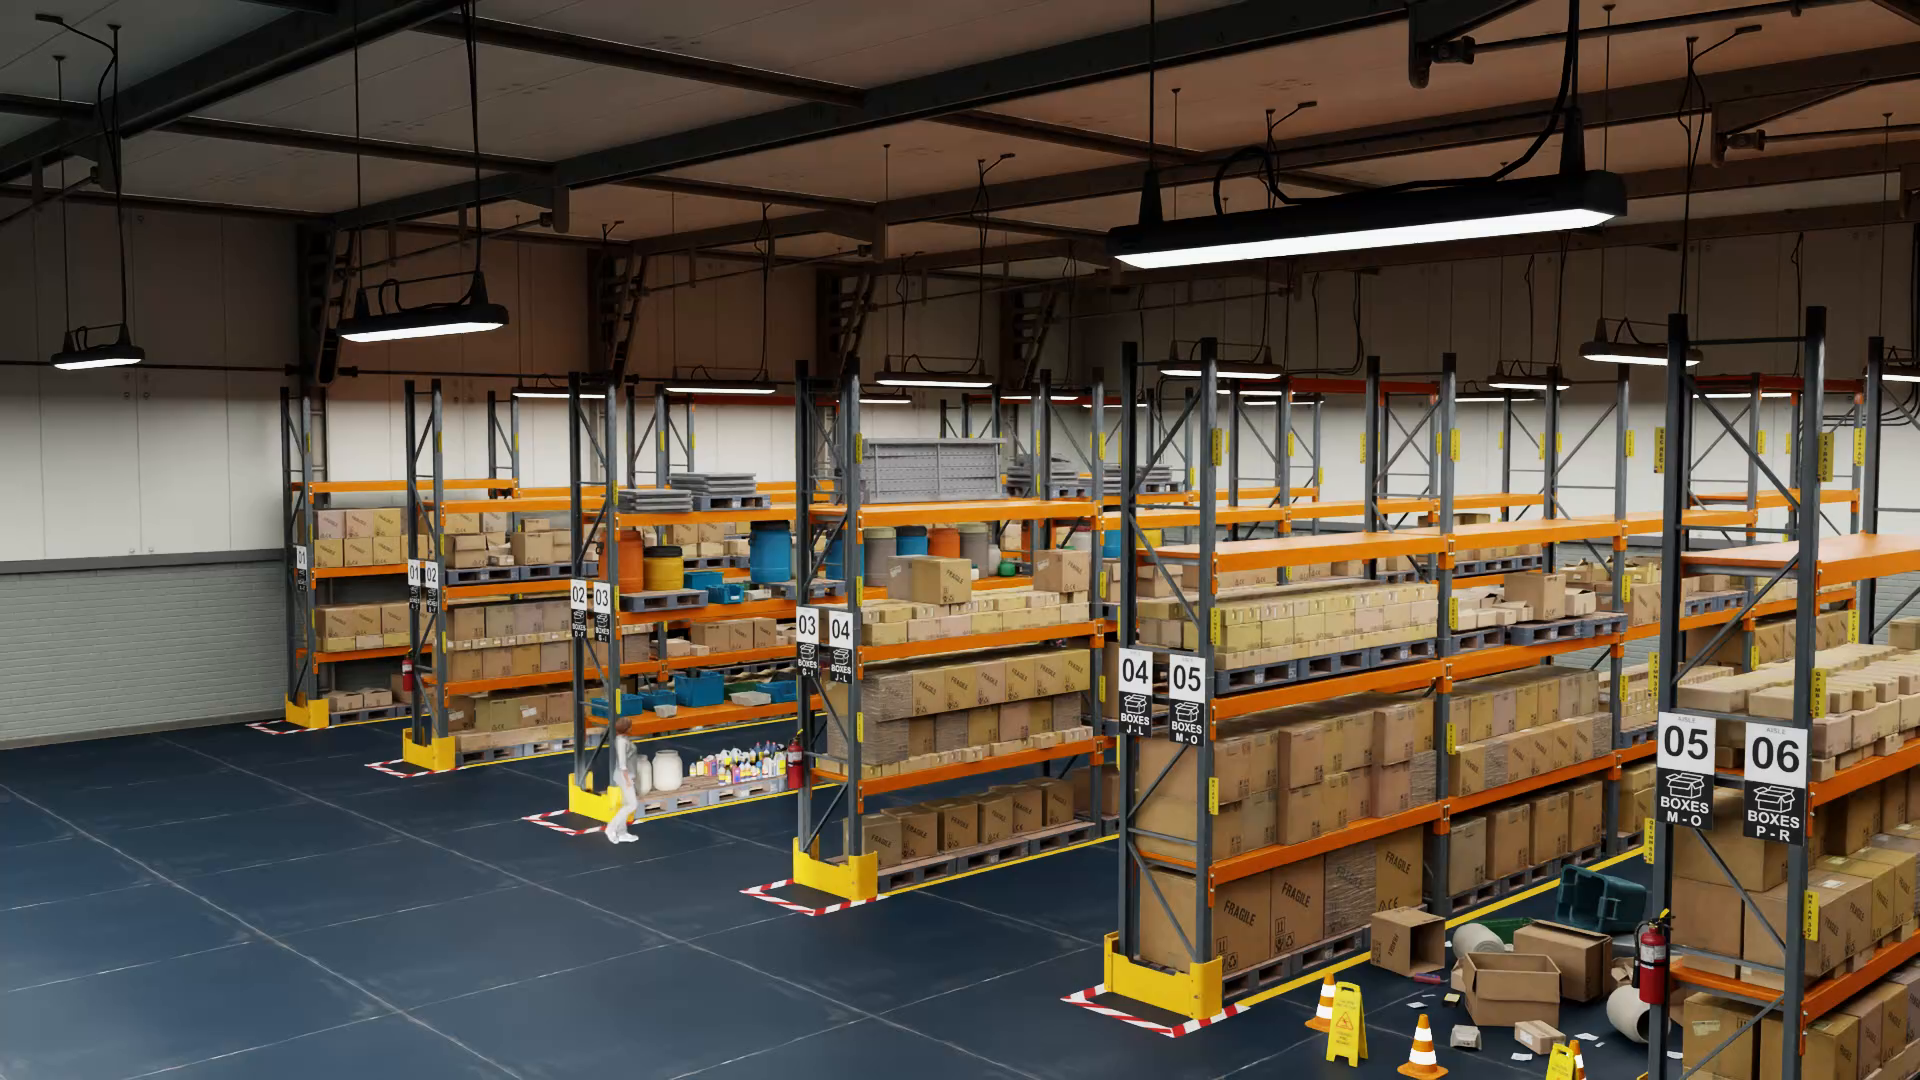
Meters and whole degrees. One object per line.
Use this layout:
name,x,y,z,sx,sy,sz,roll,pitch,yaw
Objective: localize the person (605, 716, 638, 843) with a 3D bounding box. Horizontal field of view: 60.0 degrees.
person,-4.271,3.031,21.008,0.415,1.594,0.532,0,4,-4
